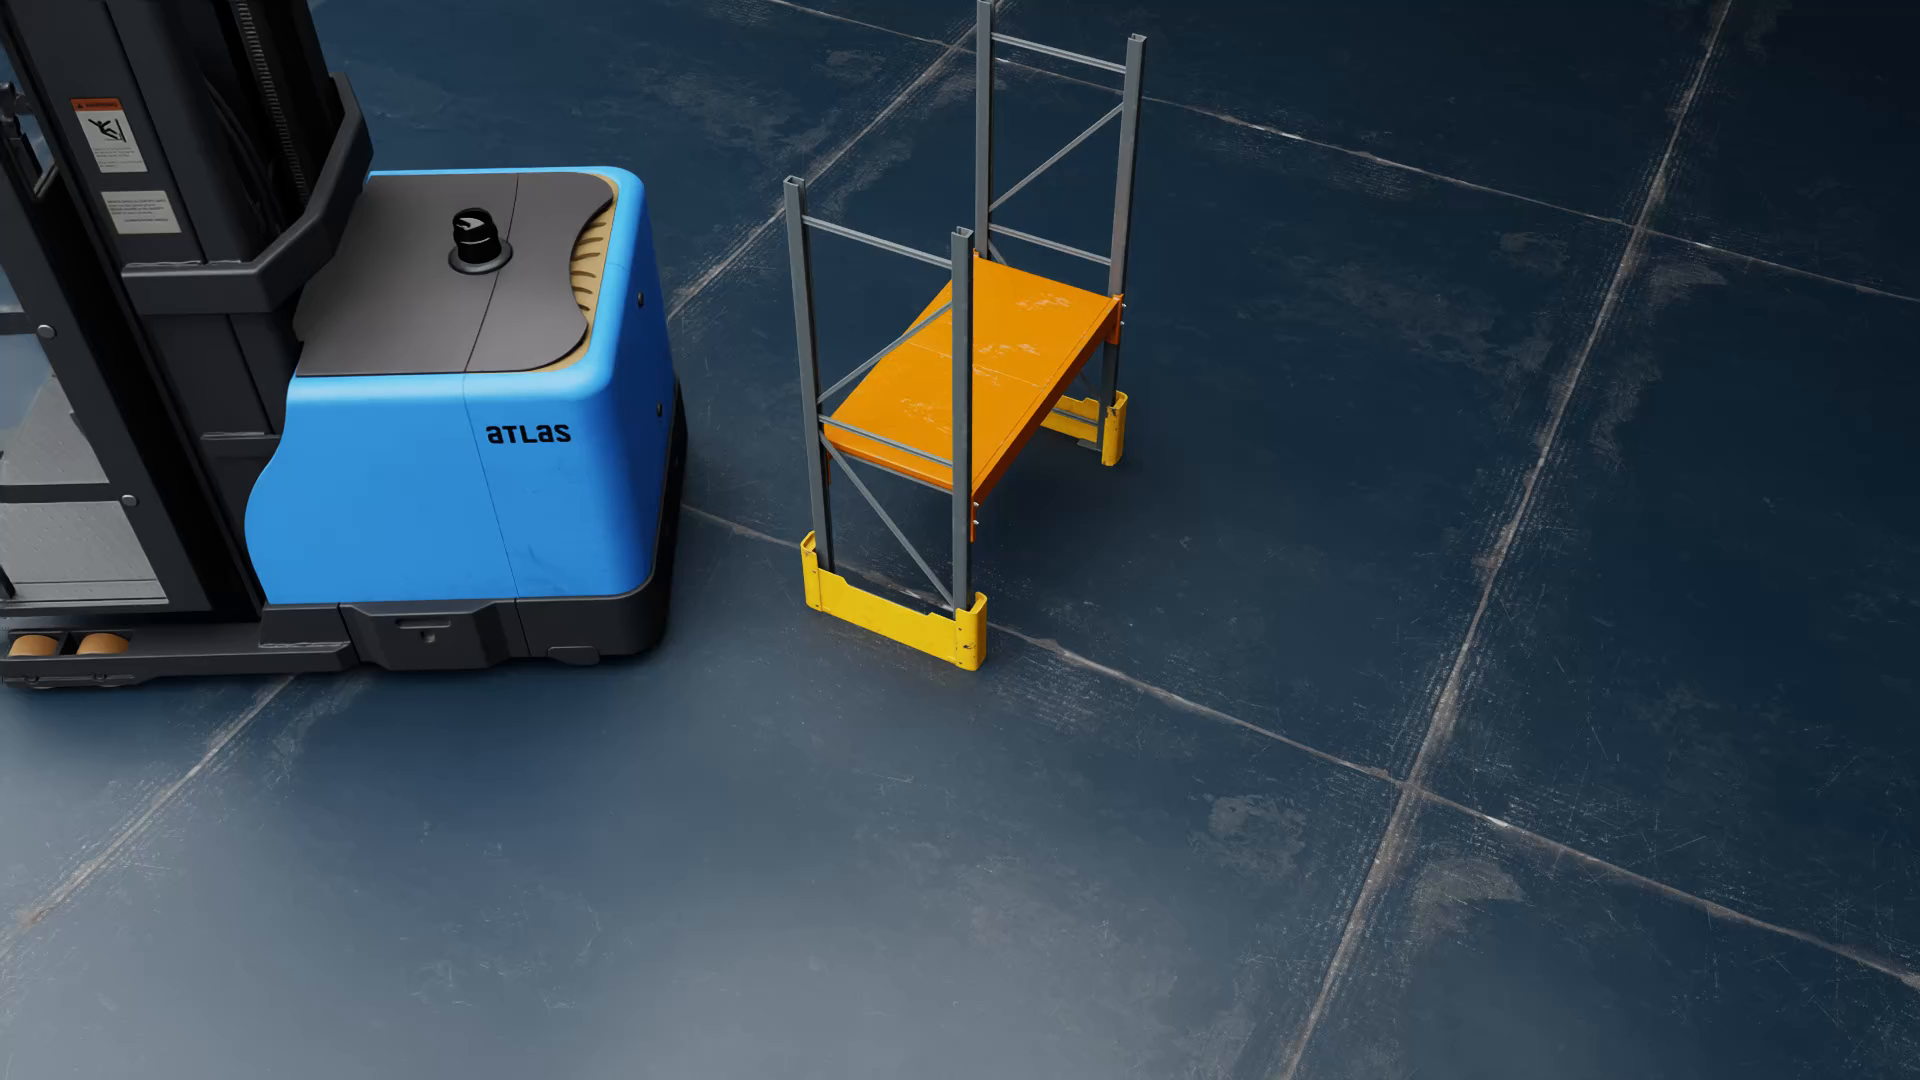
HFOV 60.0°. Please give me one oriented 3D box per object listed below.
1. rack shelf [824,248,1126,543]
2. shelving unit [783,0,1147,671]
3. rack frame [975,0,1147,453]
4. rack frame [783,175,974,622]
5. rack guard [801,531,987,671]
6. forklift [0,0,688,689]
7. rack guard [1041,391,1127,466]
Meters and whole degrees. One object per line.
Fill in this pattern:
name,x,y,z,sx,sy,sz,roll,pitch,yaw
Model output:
rack shelf,0.040,-0.455,4.898,0.538,0.185,1.000,20,49,19
shelving unit,0.035,-0.575,4.764,0.587,1.500,1.083,20,49,19
rack frame,0.276,-0.901,5.086,0.500,1.500,0.032,20,49,19
rack frame,-0.196,-0.261,4.453,0.500,1.500,0.032,20,49,19
rack guard,-0.196,0.178,4.898,0.587,0.250,0.087,20,49,19
forklift,-2.396,-0.984,4.161,3.031,2.935,1.130,-2,45,-1
rack guard,0.267,-0.450,5.519,0.587,0.250,0.087,20,49,19
